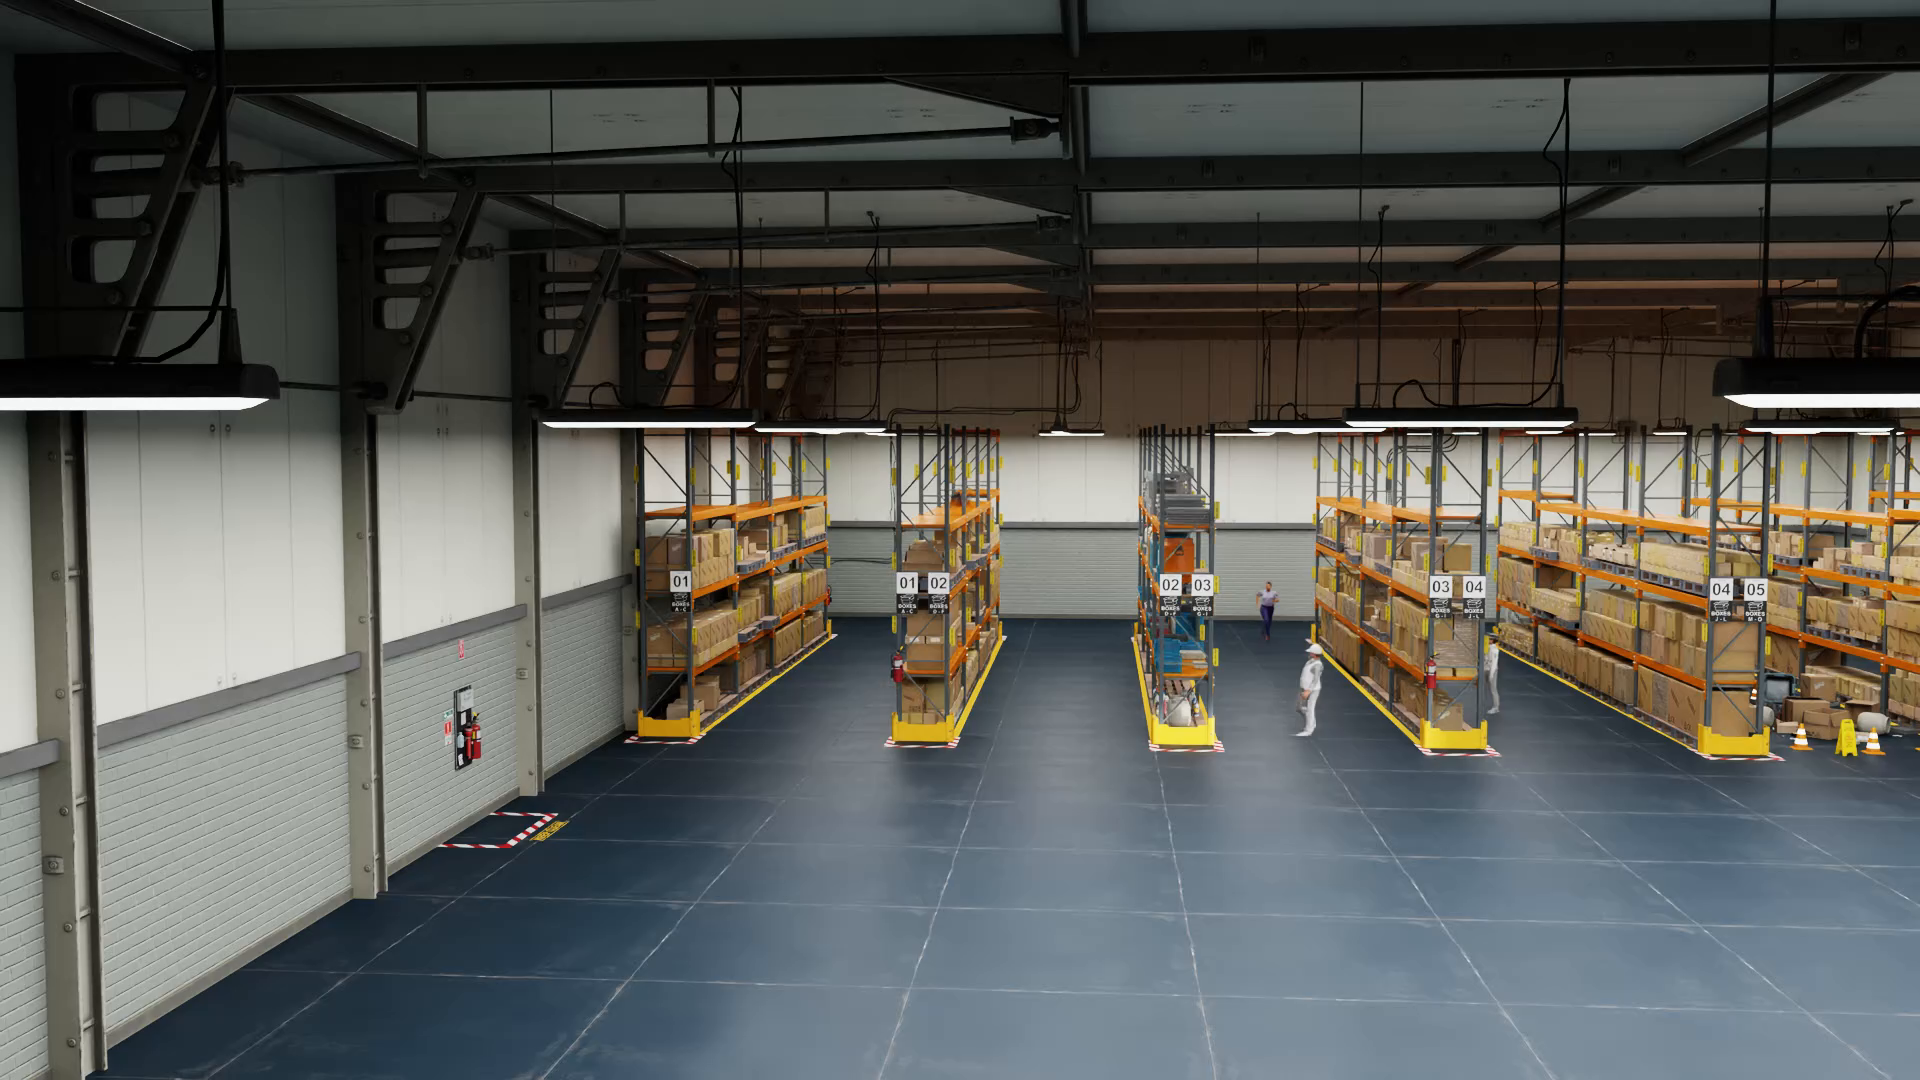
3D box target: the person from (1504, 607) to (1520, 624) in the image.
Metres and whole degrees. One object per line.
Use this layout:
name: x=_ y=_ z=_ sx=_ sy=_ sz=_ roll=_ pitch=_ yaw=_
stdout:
person: x=16.081 y=1.926 z=48.499 sx=0.480 sy=1.658 sz=0.486 roll=-3 pitch=4 yaw=-36

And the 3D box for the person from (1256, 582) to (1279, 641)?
person: x=8.811 y=2.001 z=47.397 sx=0.557 sy=1.627 sz=0.912 roll=-1 pitch=4 yaw=-16

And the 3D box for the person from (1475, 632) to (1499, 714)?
person: x=11.041 y=2.765 z=34.800 sx=0.422 sy=1.673 sz=0.543 roll=-1 pitch=4 yaw=-23

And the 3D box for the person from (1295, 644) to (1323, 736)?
person: x=6.716 y=2.892 z=32.099 sx=0.521 sy=1.779 sz=0.615 roll=-1 pitch=4 yaw=-15
